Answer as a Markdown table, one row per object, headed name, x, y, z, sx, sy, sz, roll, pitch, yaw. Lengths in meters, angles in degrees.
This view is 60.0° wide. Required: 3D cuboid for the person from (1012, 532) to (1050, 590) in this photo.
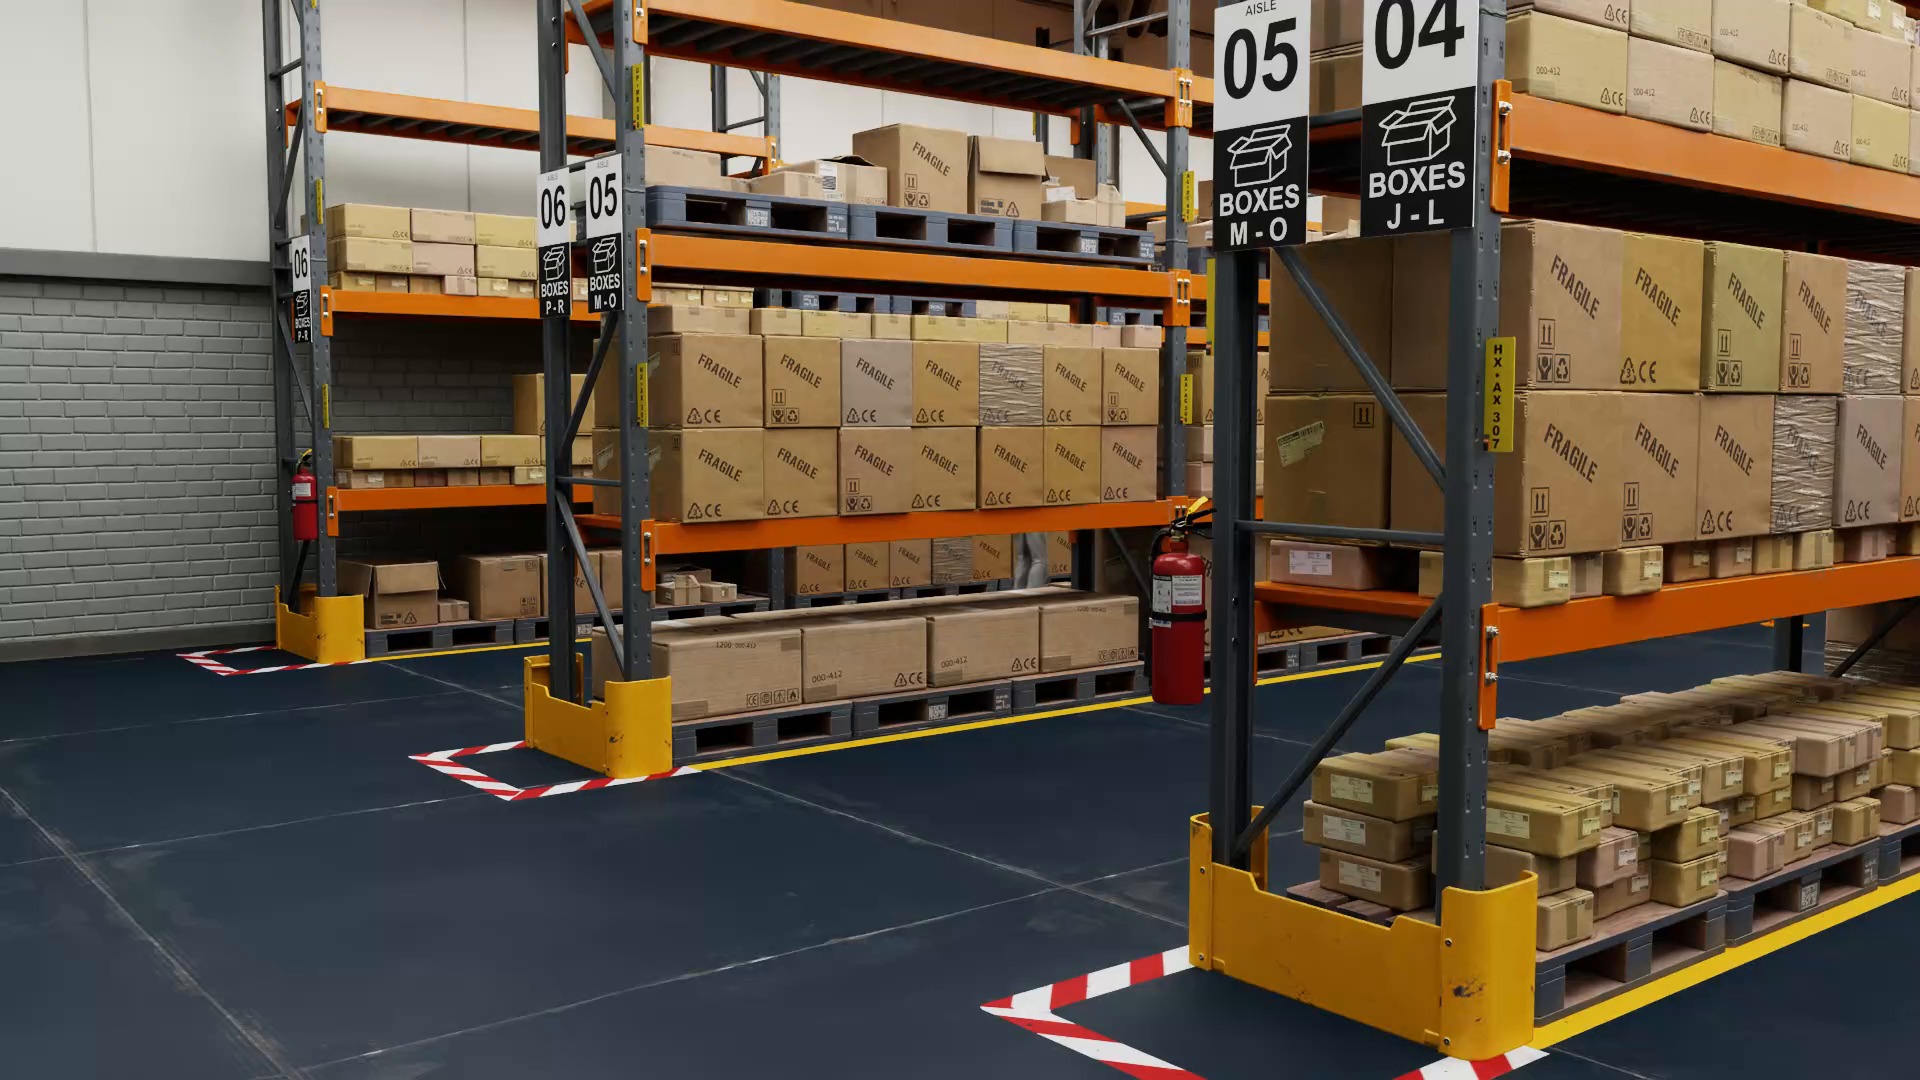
| name | x | y | z | sx | sy | sz | roll | pitch | yaw |
| --- | --- | --- | --- | --- | --- | --- | --- | --- | --- |
| person | 0.633 | -0.135 | 15.617 | 0.349 | 1.663 | 0.449 | -4 | 6 | -39 |
